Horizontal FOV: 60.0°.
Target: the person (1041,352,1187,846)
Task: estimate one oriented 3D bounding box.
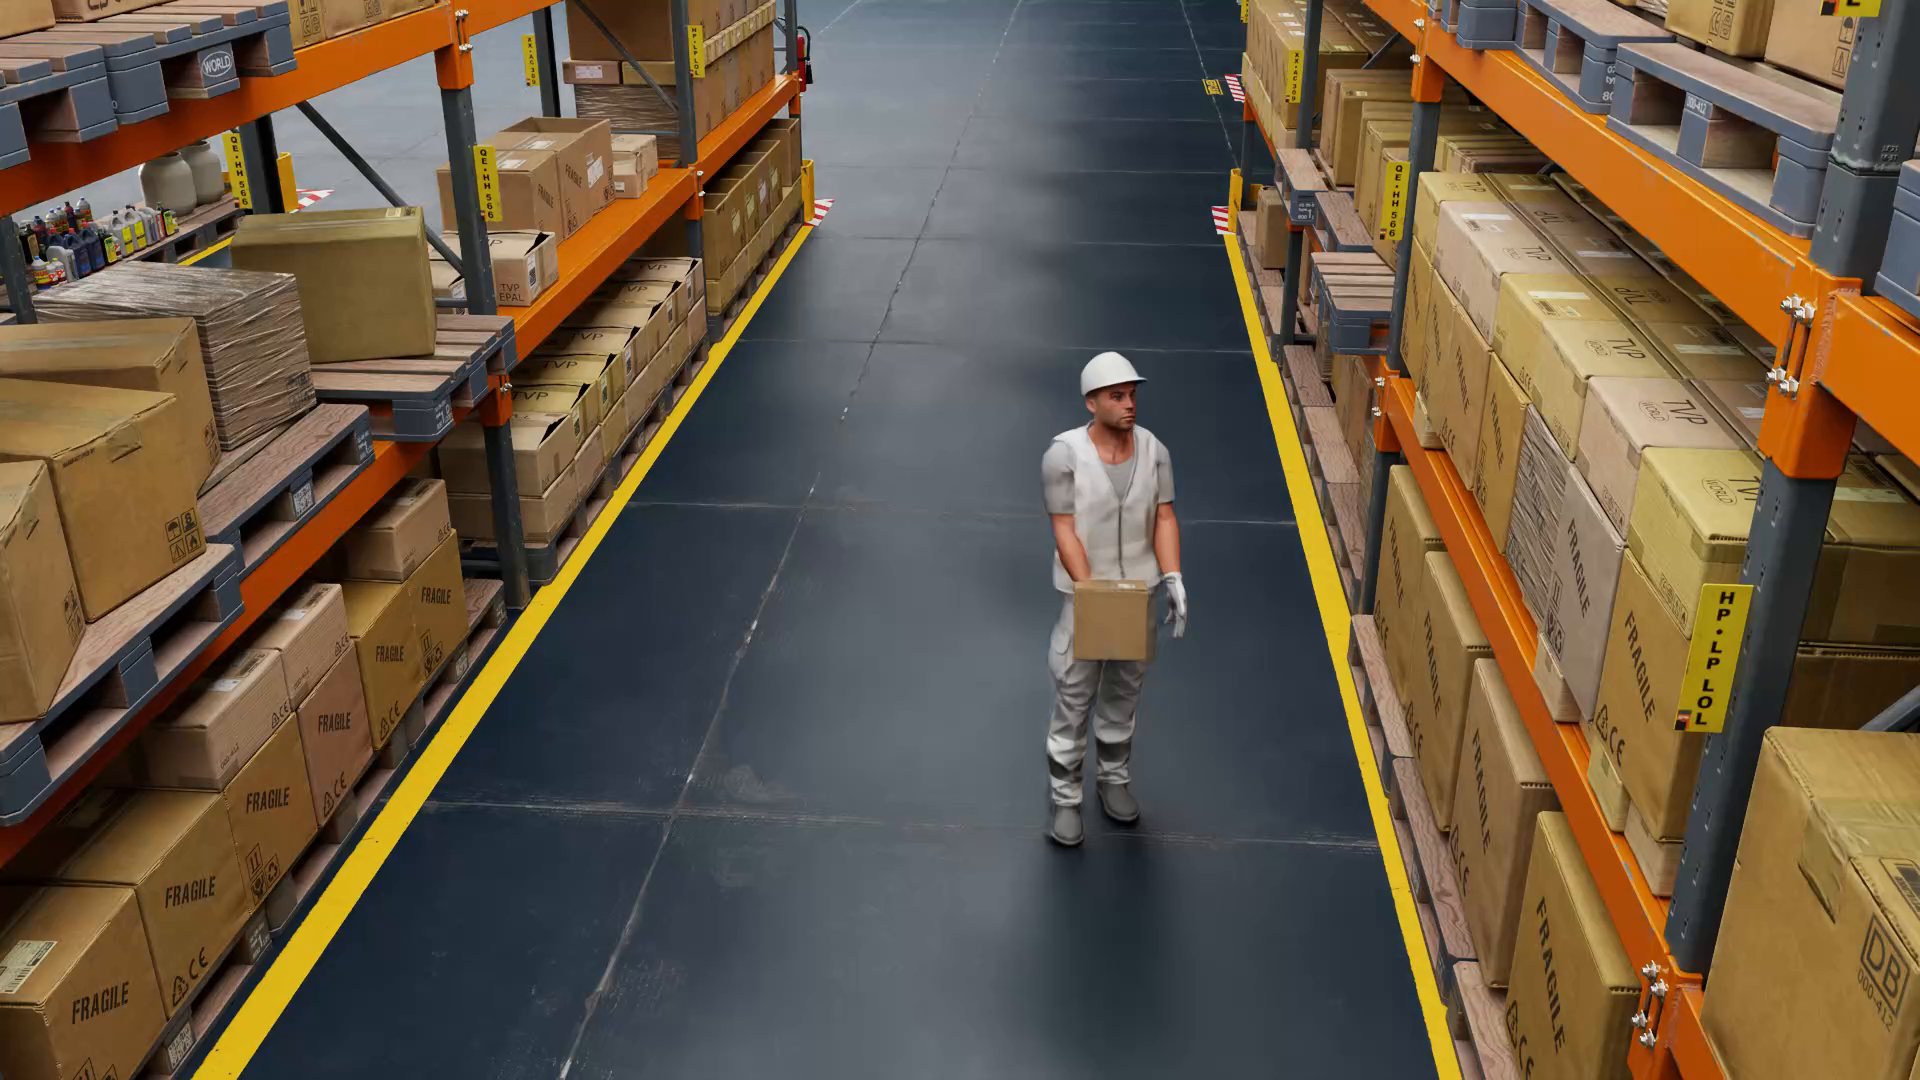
[{"bbox_3d":[0.552,0.221,6.077,0.558,1.794,0.528,-10,26,-20],"label":"person"}]
